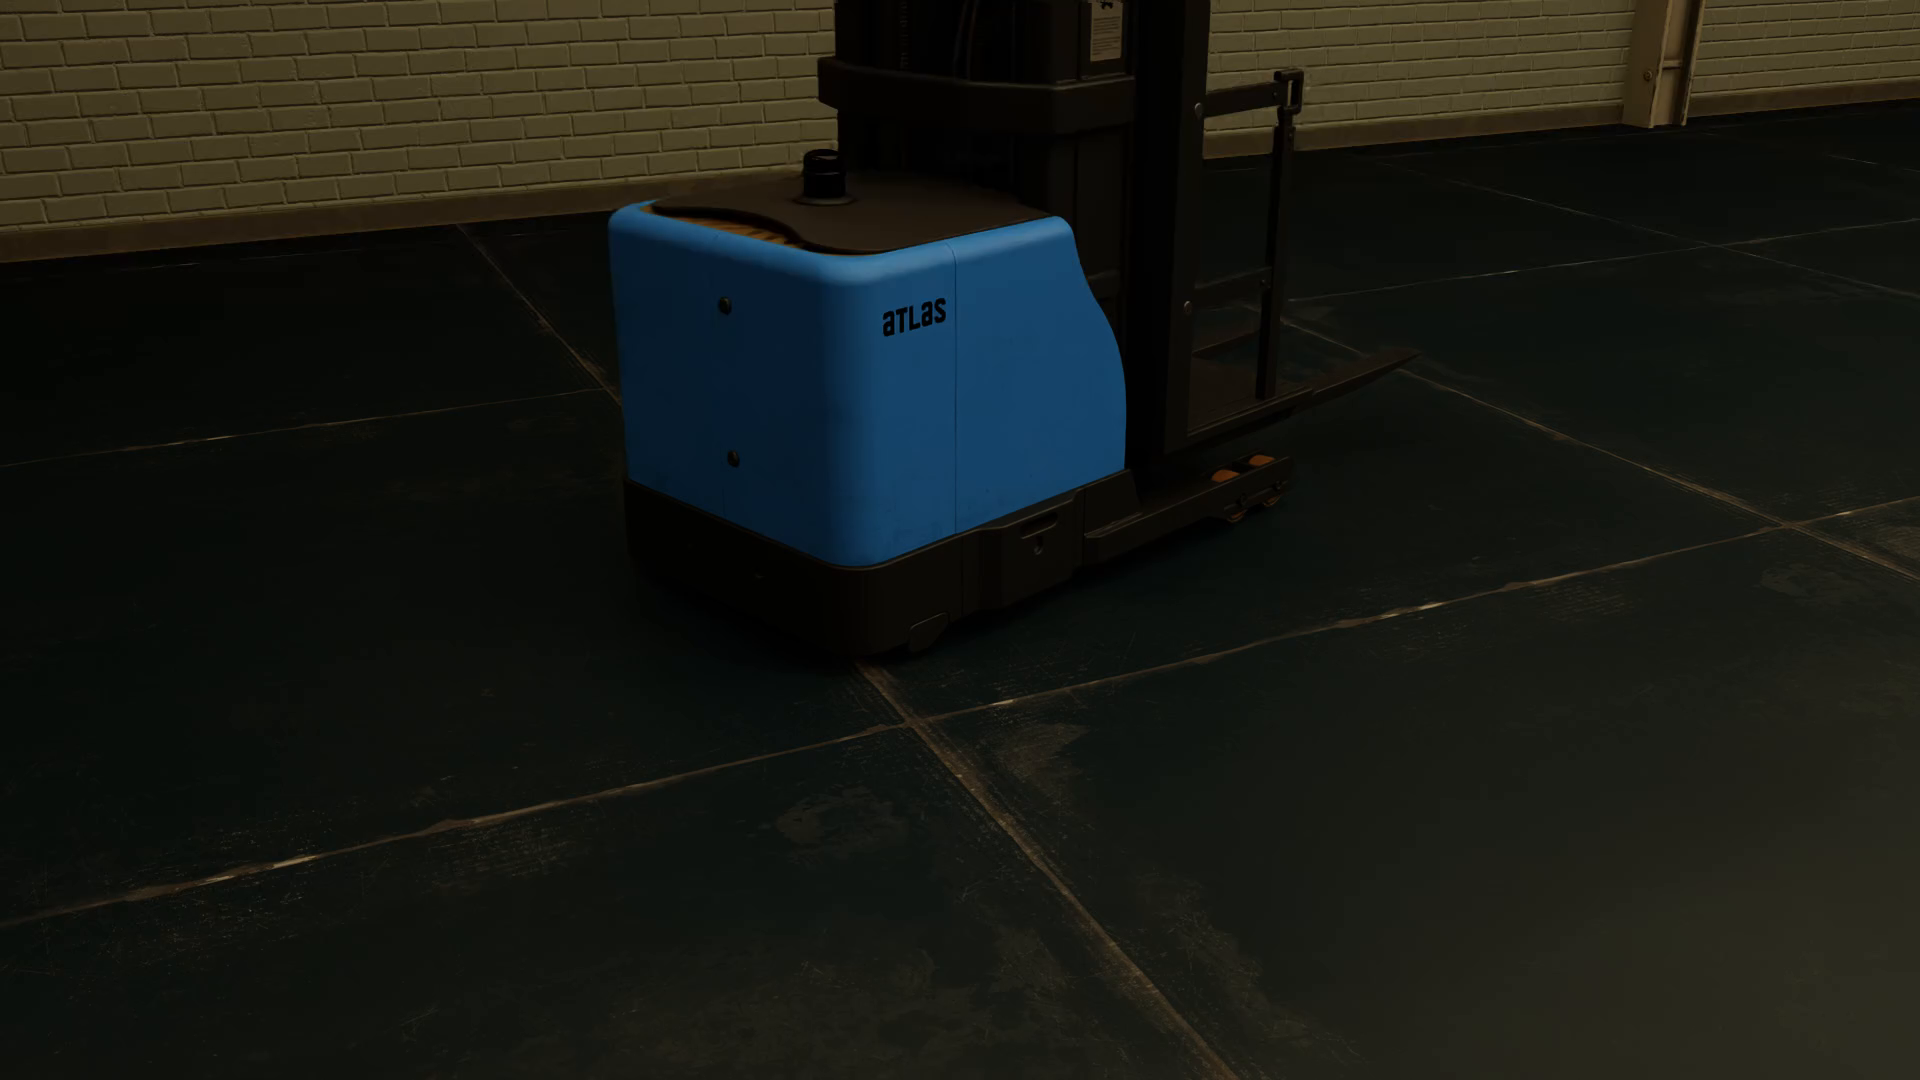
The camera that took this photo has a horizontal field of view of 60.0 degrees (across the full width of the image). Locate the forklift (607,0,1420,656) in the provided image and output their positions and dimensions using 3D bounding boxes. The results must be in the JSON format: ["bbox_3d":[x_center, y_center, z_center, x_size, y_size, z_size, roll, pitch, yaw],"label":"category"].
[{"bbox_3d":[0.425,-1.531,4.971,1.130,2.935,3.031,21,30,40],"label":"forklift"}]
